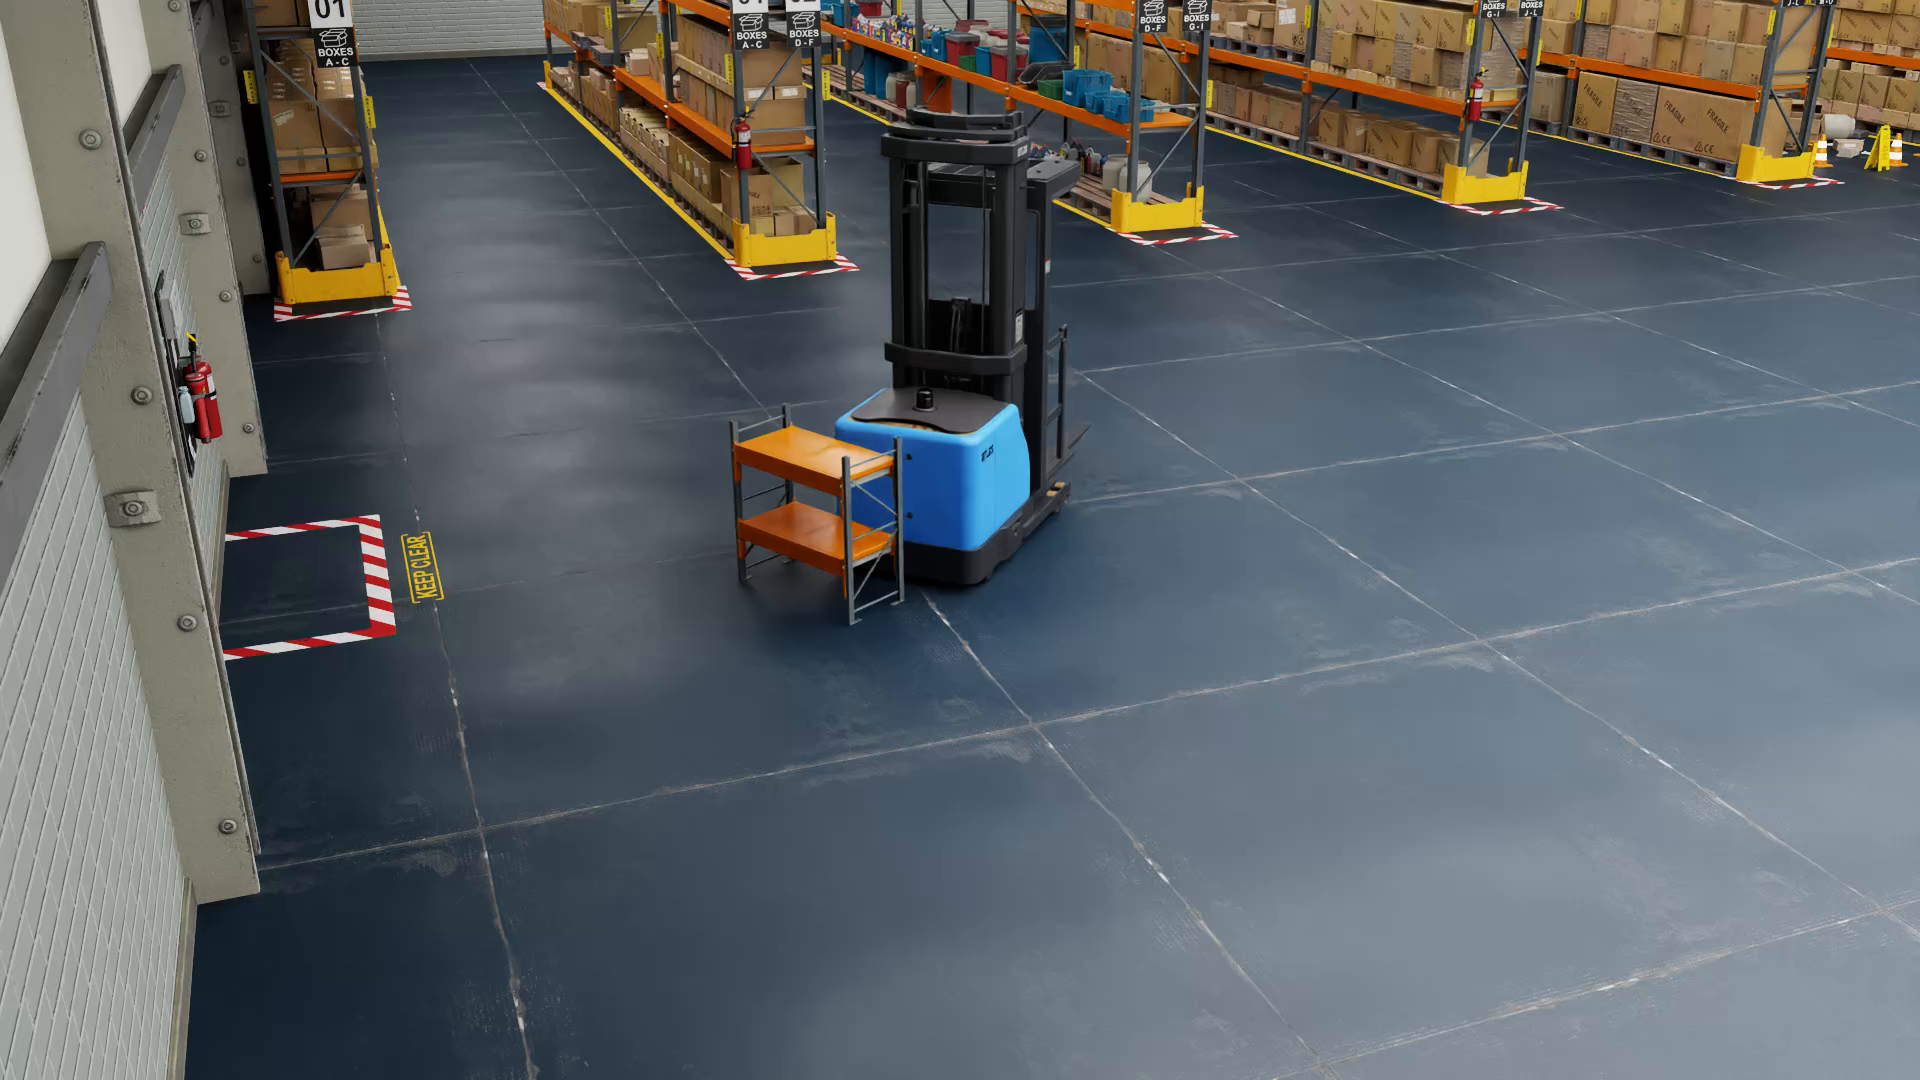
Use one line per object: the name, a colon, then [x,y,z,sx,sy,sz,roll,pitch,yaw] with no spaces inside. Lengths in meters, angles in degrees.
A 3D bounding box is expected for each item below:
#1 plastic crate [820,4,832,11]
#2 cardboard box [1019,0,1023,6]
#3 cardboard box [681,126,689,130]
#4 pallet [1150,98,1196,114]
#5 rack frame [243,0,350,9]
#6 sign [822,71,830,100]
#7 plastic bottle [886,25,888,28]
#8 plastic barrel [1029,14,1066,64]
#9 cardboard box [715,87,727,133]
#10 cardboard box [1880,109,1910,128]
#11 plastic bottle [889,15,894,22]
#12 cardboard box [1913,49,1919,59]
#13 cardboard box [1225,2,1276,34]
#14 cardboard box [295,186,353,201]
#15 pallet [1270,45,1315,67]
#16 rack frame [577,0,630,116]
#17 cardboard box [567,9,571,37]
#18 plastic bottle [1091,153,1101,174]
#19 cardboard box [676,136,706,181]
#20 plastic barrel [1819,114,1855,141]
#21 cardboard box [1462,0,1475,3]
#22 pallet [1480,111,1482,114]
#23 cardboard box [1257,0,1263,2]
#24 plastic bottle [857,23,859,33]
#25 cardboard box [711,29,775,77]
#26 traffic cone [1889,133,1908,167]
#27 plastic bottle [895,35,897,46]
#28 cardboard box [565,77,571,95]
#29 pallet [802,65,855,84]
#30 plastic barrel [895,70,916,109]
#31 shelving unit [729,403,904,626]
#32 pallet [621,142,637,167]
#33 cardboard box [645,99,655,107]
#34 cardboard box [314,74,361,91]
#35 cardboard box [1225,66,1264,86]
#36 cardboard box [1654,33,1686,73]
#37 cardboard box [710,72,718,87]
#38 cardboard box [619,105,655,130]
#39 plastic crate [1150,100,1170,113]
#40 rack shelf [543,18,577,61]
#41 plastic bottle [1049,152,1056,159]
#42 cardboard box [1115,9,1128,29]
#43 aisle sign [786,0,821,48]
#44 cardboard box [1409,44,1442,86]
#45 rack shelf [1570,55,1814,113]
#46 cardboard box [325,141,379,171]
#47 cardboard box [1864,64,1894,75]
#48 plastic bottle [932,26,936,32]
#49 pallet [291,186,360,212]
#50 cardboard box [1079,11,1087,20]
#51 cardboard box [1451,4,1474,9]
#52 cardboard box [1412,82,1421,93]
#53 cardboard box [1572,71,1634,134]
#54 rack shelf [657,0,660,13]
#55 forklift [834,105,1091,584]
plastic crate: [-2.723,-10.401,32.704,0.416,0.233,0.300,-8,24,-19]
cardboard box: [1.469,-11.470,35.424,0.380,0.149,0.250,-9,24,-20]
cardboard box: [-3.738,-5.874,24.103,0.500,0.311,0.500,-9,25,-21]
pallet: [4.178,-7.958,30.359,1.003,0.211,1.213,-8,24,-19]
rack frame: [-6.689,-6.765,16.214,1.000,3.000,0.127,-8,24,-19]
sign: [-1.535,-5.191,18.987,0.100,0.325,0.005,-8,24,-19]
plastic bottle: [-1.249,-8.840,29.012,0.061,0.283,0.133,-8,24,-19]
plastic barrel: [1.313,-7.226,24.386,0.600,0.901,0.708,-8,24,-19]
cardboard box: [-2.569,-5.270,20.263,0.700,0.500,0.500,-8,24,-19]
cardboard box: [15.581,-6.961,27.402,0.500,0.250,0.500,-9,25,-21]
plastic bottle: [-1.219,-9.564,30.738,0.152,0.276,0.135,-8,24,-19]
cardboard box: [15.634,-7.845,26.824,0.380,0.149,0.250,-9,24,-20]
cardboard box: [4.905,-8.806,28.111,0.700,0.500,0.500,-5,23,-11]
cardboard box: [-8.378,-4.770,21.856,0.700,0.500,0.500,-7,24,-17]
pallet: [5.666,-7.702,26.408,1.003,0.211,1.213,-8,24,-19]
rack frame: [-6.296,-9.041,29.339,1.000,3.000,0.127,-8,24,-19]
cardboard box: [-6.712,-9.234,29.667,0.500,0.500,0.500,-8,24,-18]
plastic bottle: [1.899,-5.319,23.449,0.152,0.276,0.135,-8,24,-18]
cardboard box: [-3.415,-5.015,21.819,0.500,0.500,0.500,-8,24,-19]
plastic barrel: [14.338,-6.754,27.230,0.512,0.421,0.421,8,24,18]
cardboard box: [9.391,-9.748,29.601,0.700,0.500,0.500,-9,24,-20]
pallet: [9.270,-8.008,30.478,1.003,0.211,1.213,-8,24,-19]
cardboard box: [6.643,-11.658,35.871,0.380,0.149,0.250,-7,24,-17]
plastic bottle: [-1.825,-9.348,30.324,0.097,0.201,0.097,0,23,0]
cardboard box: [-2.598,-5.889,20.061,0.700,0.500,0.500,-8,24,-19]
traffic cone: [14.206,-5.933,25.231,0.336,0.463,0.334,-8,24,-19]
plastic bottle: [-1.066,-8.568,28.473,0.097,0.201,0.097,0,23,0]
cardboard box: [-7.027,-8.446,30.822,0.500,0.311,0.500,-8,24,-19]
pallet: [-2.818,-9.583,34.215,1.003,0.211,1.213,-8,24,-19]
plastic barrel: [-0.835,-7.934,29.277,0.600,0.588,0.708,-8,24,-19]
shelving unit: [-0.921,-0.184,10.738,1.048,1.125,0.538,19,29,38]
pallet: [-4.628,-5.999,25.710,1.003,0.211,1.213,-8,24,-19]
cardboard box: [-4.776,-6.843,26.777,0.500,0.500,0.500,-7,24,-17]
cardboard box: [-7.112,-5.056,19.086,0.500,0.500,0.500,-8,24,-17]
cardboard box: [4.848,-7.912,28.345,0.500,0.250,0.500,-6,23,-13]
cardboard box: [11.194,-7.485,25.454,0.875,0.550,0.500,-8,24,-19]
cardboard box: [-2.828,-5.609,20.232,0.380,0.149,0.250,-8,24,-18]
cardboard box: [-4.972,-6.542,25.688,0.500,0.311,0.500,-7,24,-17]
plastic crate: [2.564,-5.607,21.531,0.298,0.136,0.250,-8,24,-19]
rack shelf: [-7.002,-9.437,31.203,1.077,0.370,4.000,-8,24,-19]
plastic bottle: [1.280,-5.222,23.121,0.144,0.351,0.185,-9,24,-19]
cardboard box: [3.257,-9.879,31.199,0.500,0.500,0.500,-9,24,-20]
aisle sign: [-1.747,-5.897,18.533,0.394,0.787,0.004,-8,24,-19]
cardboard box: [6.755,-6.591,23.014,0.875,0.500,0.500,-8,24,-19]
rack shelf: [11.182,-7.078,25.608,1.077,0.370,4.000,-8,24,-19]
cardboard box: [-6.565,-4.161,17.928,0.500,0.250,0.500,-9,25,-21]
cardboard box: [15.295,-7.834,27.674,0.380,0.149,0.250,-7,24,-16]
plastic bottle: [-0.440,-8.790,28.909,0.097,0.271,0.097,0,23,0]
pallet: [-8.379,-4.451,22.039,1.003,0.211,1.213,-8,24,-19]
cardboard box: [2.559,-10.349,32.766,0.380,0.149,0.250,-8,24,-19]
cardboard box: [7.103,-7.103,22.941,0.500,0.500,0.500,-8,24,-19]
cardboard box: [6.571,-6.363,23.307,0.380,0.149,0.250,-8,24,-19]
cardboard box: [10.632,-7.113,26.958,0.875,0.875,0.875,-8,24,-18]
rack shelf: [-4.176,-7.912,23.724,1.077,0.370,4.000,-8,24,-19]
forklift: [0.182,-1.602,11.777,1.130,2.935,3.031,9,24,20]
